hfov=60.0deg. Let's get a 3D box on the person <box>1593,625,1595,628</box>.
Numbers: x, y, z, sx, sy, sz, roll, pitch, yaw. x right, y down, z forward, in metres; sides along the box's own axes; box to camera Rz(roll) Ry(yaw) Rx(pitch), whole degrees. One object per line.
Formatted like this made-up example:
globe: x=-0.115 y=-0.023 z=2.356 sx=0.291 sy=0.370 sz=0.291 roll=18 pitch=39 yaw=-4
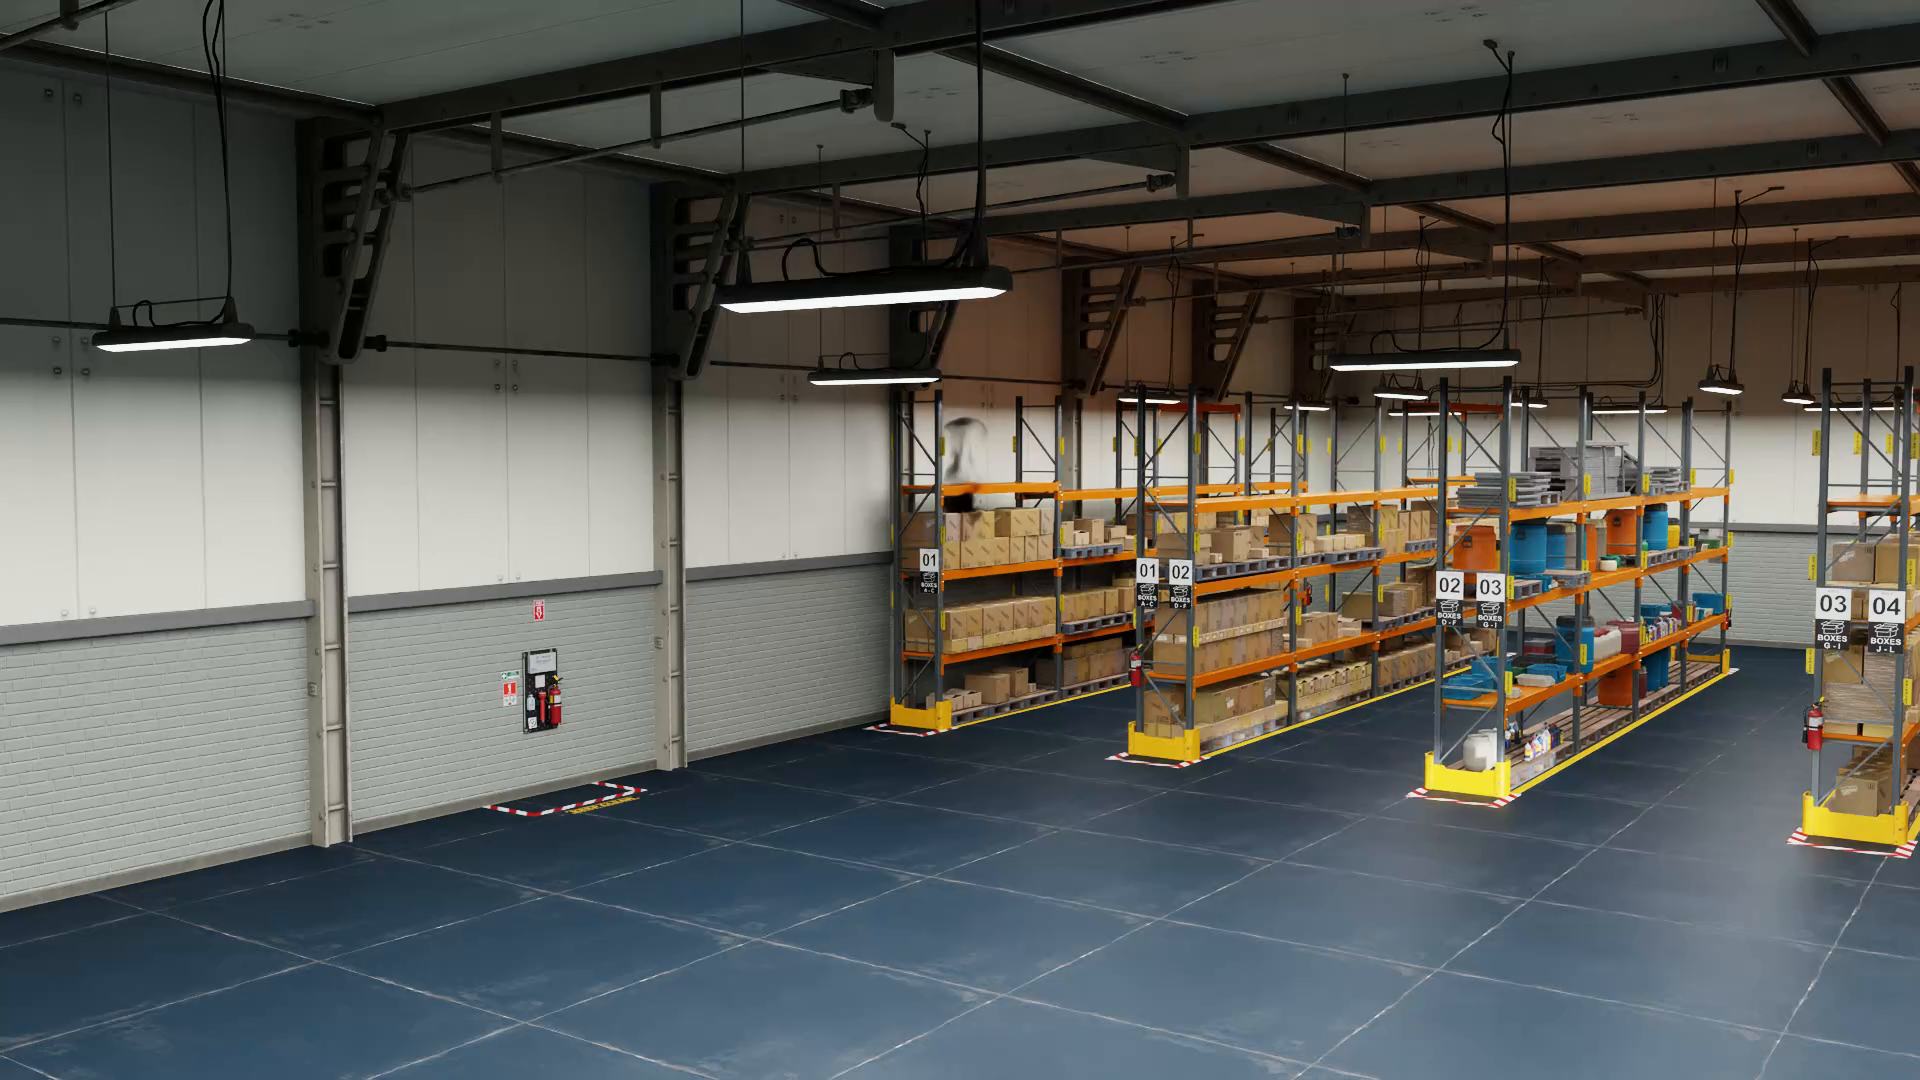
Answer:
person: x=13.479 y=2.209 z=36.007 sx=0.529 sy=1.563 sz=0.760 roll=2 pitch=4 yaw=27
